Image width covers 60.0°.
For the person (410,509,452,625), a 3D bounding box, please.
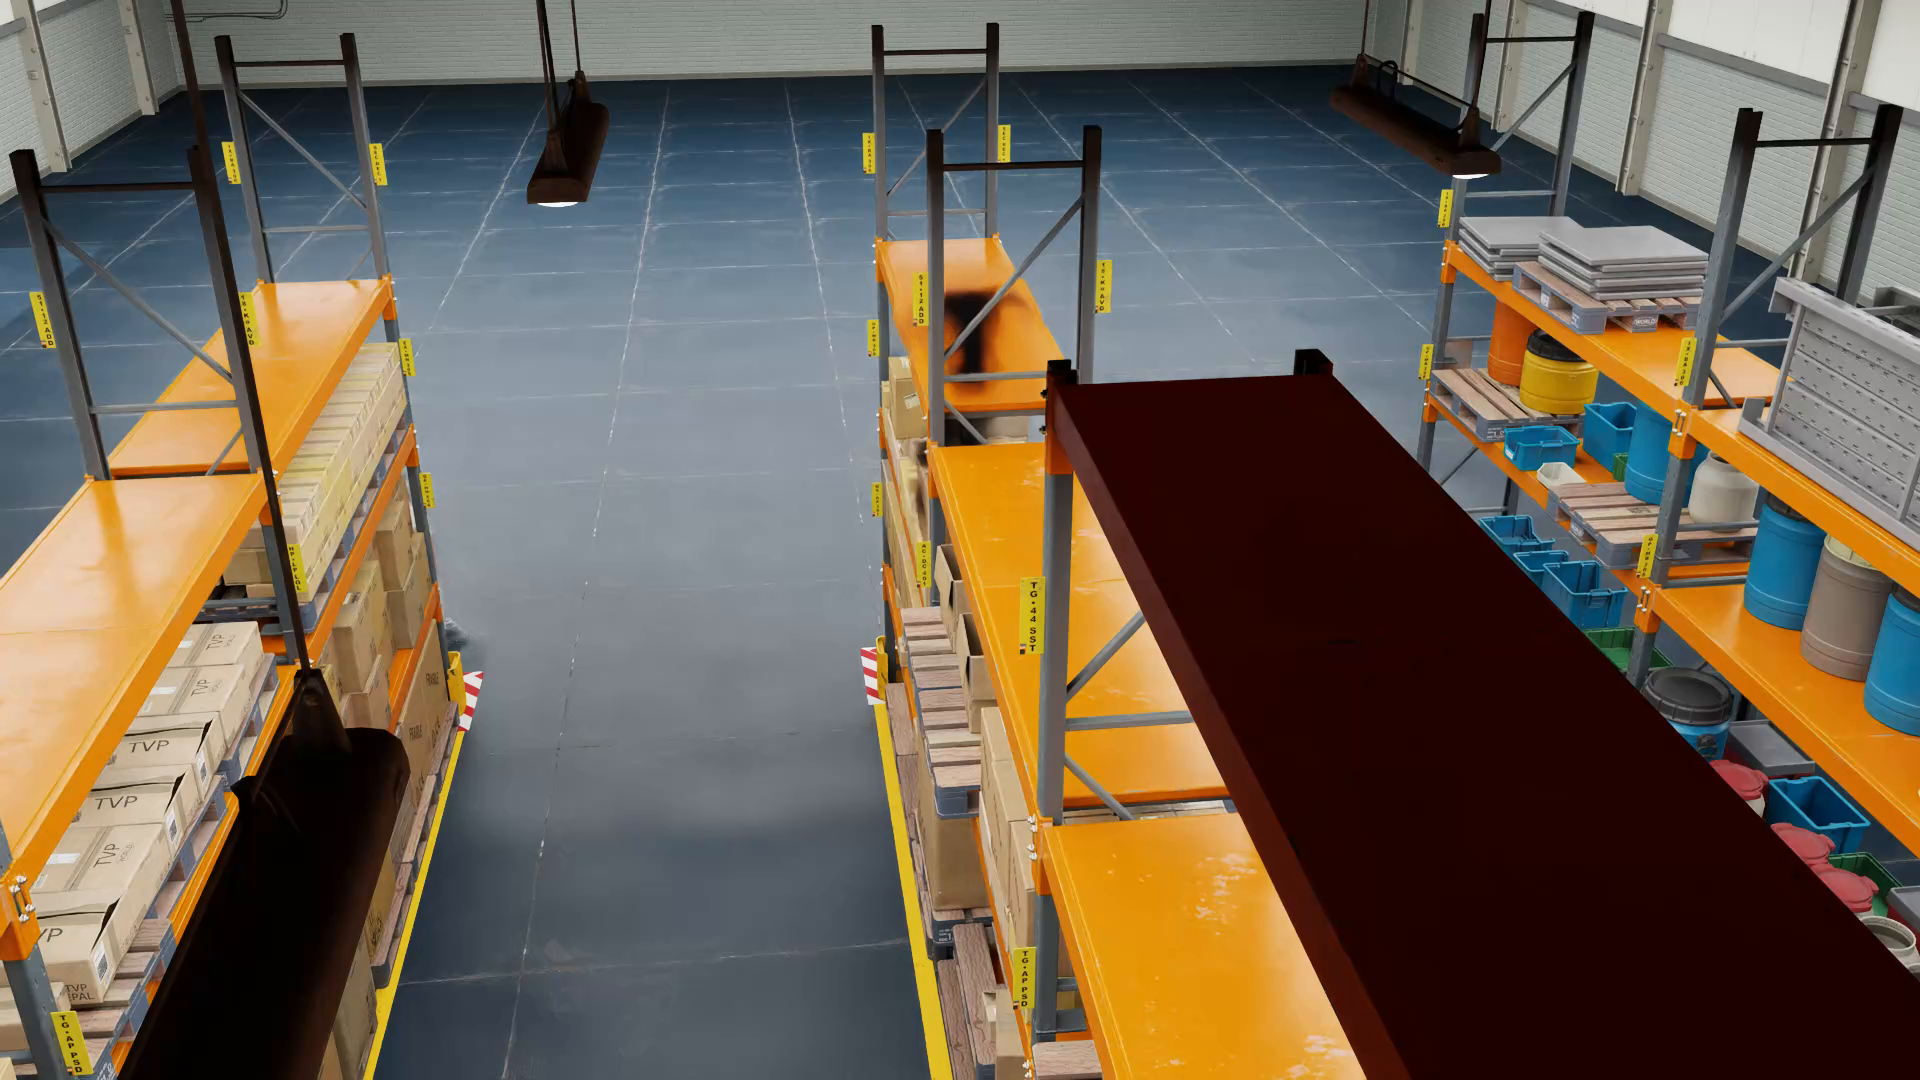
[{"bbox_3d":[-5.490,0.142,16.235,0.782,1.751,0.613,-13,29,-26],"label":"person"}]
